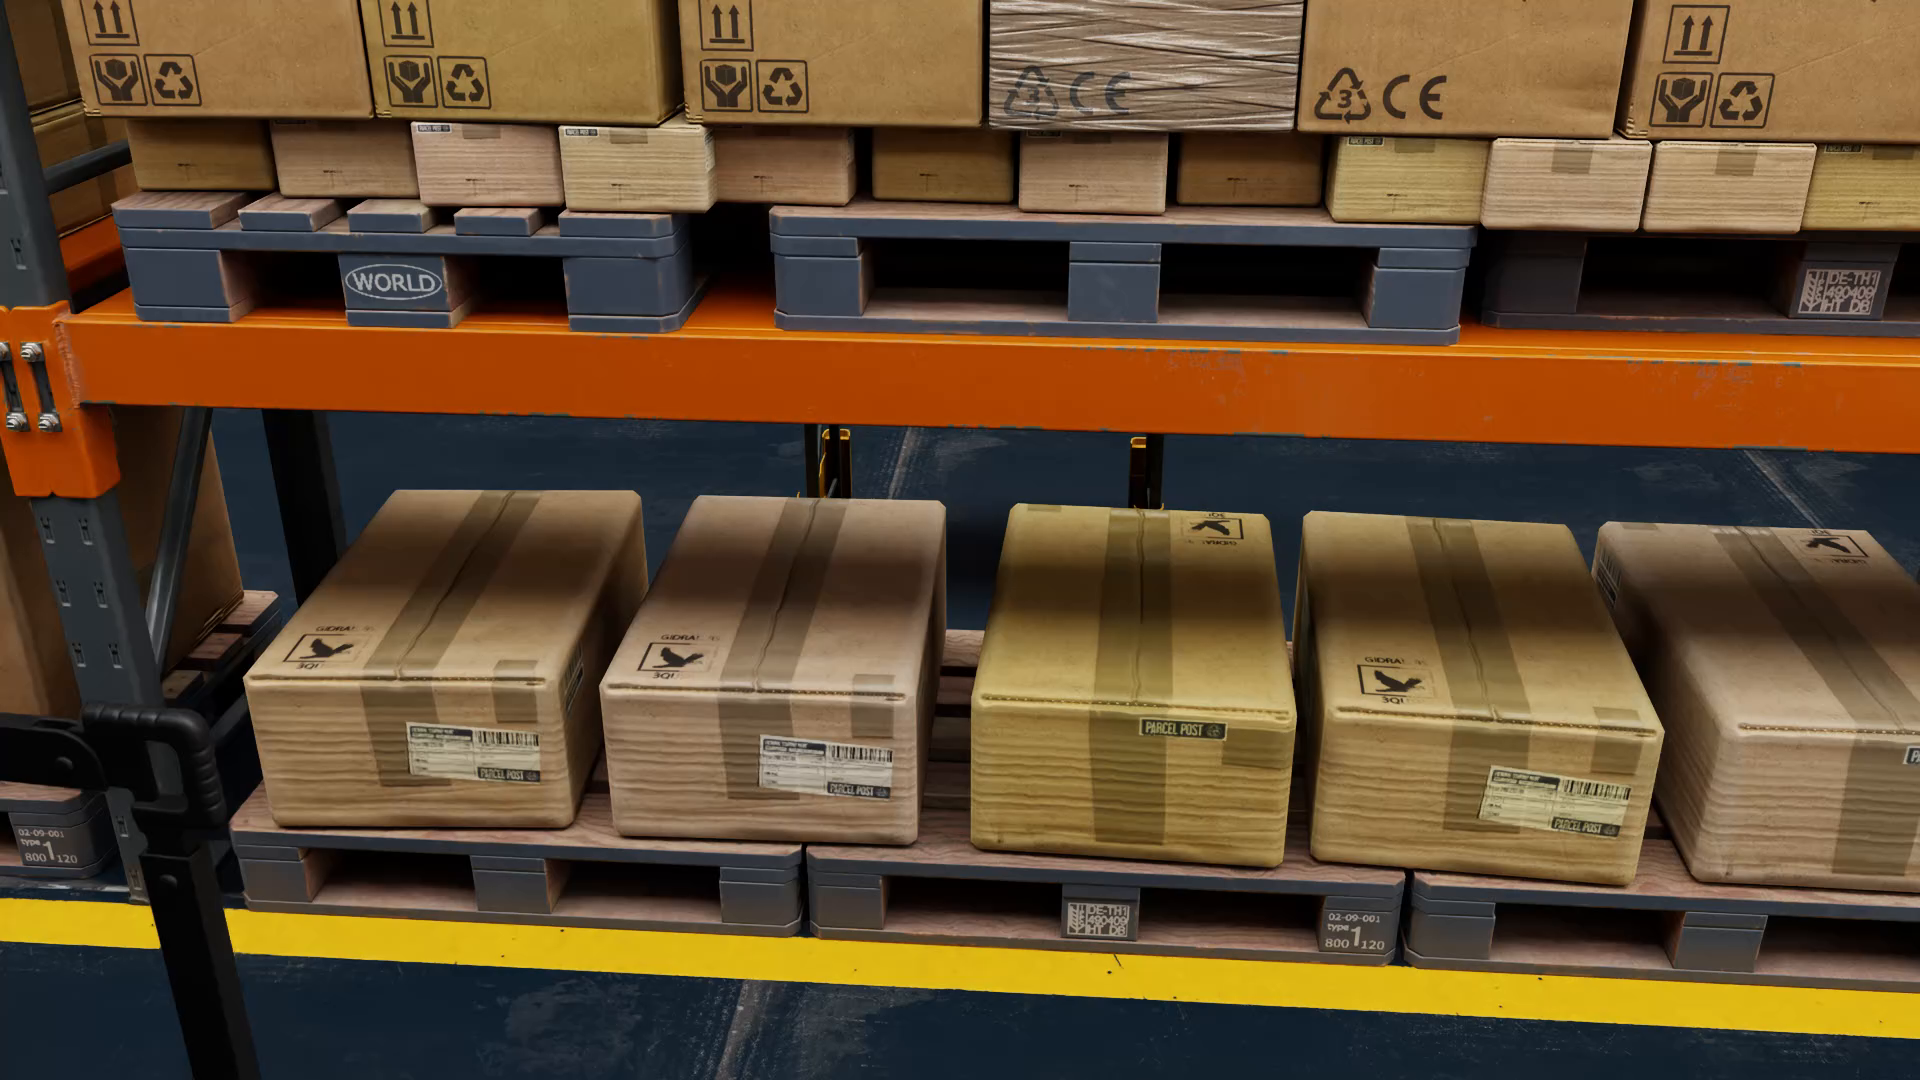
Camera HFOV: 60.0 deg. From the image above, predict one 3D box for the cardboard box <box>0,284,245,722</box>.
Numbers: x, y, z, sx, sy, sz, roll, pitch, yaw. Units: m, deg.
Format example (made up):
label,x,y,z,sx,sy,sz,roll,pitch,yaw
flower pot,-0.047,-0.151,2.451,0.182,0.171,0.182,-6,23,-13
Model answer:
label,x,y,z,sx,sy,sz,roll,pitch,yaw
cardboard box,-2.354,-0.071,3.855,0.875,0.875,0.875,2,25,4

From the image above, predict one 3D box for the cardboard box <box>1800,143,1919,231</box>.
label,x,y,z,sx,sy,sz,roll,pitch,yaw
cardboard box,1.521,-0.655,2.882,0.250,0.149,0.380,1,25,2

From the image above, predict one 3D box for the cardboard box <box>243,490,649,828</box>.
label,x,y,z,sx,sy,sz,roll,pitch,yaw
cardboard box,-1.109,0.237,3.789,0.625,0.372,0.950,0,25,0

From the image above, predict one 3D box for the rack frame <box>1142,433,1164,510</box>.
label,x,y,z,sx,sy,sz,roll,pitch,yaw
rack frame,0.592,-0.662,4.895,0.032,1.500,0.500,2,25,4

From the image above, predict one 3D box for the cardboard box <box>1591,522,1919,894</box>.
label,x,y,z,sx,sy,sz,roll,pitch,yaw
cardboard box,1.793,0.327,3.593,0.625,0.372,0.950,2,25,5

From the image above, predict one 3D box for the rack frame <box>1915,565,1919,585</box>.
label,x,y,z,sx,sy,sz,roll,pitch,yaw
rack frame,2.316,-0.661,3.097,0.127,3.000,1.000,2,25,4

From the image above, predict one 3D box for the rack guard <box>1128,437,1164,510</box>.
label,x,y,z,sx,sy,sz,roll,pitch,yaw
rack guard,0.573,-0.095,5.158,0.087,0.250,0.587,2,25,4

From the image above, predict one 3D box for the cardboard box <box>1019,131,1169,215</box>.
label,x,y,z,sx,sy,sz,roll,pitch,yaw
cardboard box,0.246,-0.706,2.993,0.250,0.149,0.380,3,25,6

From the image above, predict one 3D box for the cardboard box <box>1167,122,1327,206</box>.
label,x,y,z,sx,sy,sz,roll,pitch,yaw
cardboard box,0.511,-0.729,3.043,0.250,0.149,0.380,1,25,2

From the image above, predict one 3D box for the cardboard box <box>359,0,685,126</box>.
label,x,y,z,sx,sy,sz,roll,pitch,yaw
cardboard box,-0.721,-1.035,2.934,0.500,0.500,0.500,3,25,7

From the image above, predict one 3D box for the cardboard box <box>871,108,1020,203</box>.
label,x,y,z,sx,sy,sz,roll,pitch,yaw
cardboard box,-0.010,-0.741,3.070,0.250,0.149,0.380,3,25,6

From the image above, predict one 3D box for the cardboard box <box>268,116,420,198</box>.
label,x,y,z,sx,sy,sz,roll,pitch,yaw
cardboard box,-1.083,-0.754,3.099,0.250,0.149,0.380,0,25,1

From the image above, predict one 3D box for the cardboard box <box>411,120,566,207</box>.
label,x,y,z,sx,sy,sz,roll,pitch,yaw
cardboard box,-0.813,-0.726,3.038,0.250,0.149,0.380,0,25,1

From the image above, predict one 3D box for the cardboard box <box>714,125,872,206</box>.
label,x,y,z,sx,sy,sz,roll,pitch,yaw
cardboard box,-0.294,-0.734,3.054,0.250,0.149,0.380,3,25,7

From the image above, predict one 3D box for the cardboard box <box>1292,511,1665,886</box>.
label,x,y,z,sx,sy,sz,roll,pitch,yaw
cardboard box,1.076,0.305,3.640,0.625,0.372,0.950,3,25,7

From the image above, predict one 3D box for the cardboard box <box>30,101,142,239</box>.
label,x,y,z,sx,sy,sz,roll,pitch,yaw
cardboard box,-2.141,-0.841,3.669,0.500,0.250,0.500,1,25,3

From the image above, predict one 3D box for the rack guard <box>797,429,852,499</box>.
label,x,y,z,sx,sy,sz,roll,pitch,yaw
rack guard,-0.421,-0.127,5.227,0.087,0.250,0.587,2,25,4

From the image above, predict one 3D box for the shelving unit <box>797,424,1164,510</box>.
label,x,y,z,sx,sy,sz,roll,pitch,yaw
shelving unit,0.076,-0.679,4.931,1.083,1.500,0.587,2,25,4

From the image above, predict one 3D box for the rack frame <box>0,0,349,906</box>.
label,x,y,z,sx,sy,sz,roll,pitch,yaw
rack frame,-1.672,-0.789,3.376,0.127,3.000,1.000,2,25,4

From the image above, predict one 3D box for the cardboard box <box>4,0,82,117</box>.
label,x,y,z,sx,sy,sz,roll,pitch,yaw
cardboard box,-2.158,-1.067,3.561,0.500,0.250,0.500,2,25,4

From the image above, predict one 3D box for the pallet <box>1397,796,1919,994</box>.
label,x,y,z,sx,sy,sz,roll,pitch,yaw
pallet,1.540,0.582,3.733,1.213,0.211,1.003,2,25,4

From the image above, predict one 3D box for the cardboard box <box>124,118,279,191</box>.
label,x,y,z,sx,sy,sz,roll,pitch,yaw
cardboard box,-1.362,-0.777,3.149,0.250,0.149,0.380,0,25,1

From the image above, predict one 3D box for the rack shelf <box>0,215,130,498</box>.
label,x,y,z,sx,sy,sz,roll,pitch,yaw
rack shelf,-3.666,-0.526,3.665,4.000,0.370,1.077,2,25,4

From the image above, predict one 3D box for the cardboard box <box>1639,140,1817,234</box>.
label,x,y,z,sx,sy,sz,roll,pitch,yaw
cardboard box,1.261,-0.648,2.868,0.250,0.149,0.380,1,25,3

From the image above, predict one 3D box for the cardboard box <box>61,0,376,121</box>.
label,x,y,z,sx,sy,sz,roll,pitch,yaw
cardboard box,-1.241,-1.049,2.964,0.500,0.500,0.500,1,25,3

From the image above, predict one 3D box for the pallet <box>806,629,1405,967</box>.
label,x,y,z,sx,sy,sz,roll,pitch,yaw
pallet,0.320,0.544,3.816,1.213,0.211,1.003,2,25,4

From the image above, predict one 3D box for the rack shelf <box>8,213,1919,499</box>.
label,x,y,z,sx,sy,sz,roll,pitch,yaw
rack shelf,0.322,-0.398,3.387,4.000,0.370,1.077,2,25,4

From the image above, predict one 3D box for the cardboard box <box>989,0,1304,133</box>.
label,x,y,z,sx,sy,sz,roll,pitch,yaw
cardboard box,0.307,-1.002,2.861,0.500,0.500,0.500,1,25,2

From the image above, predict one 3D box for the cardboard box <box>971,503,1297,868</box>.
label,x,y,z,sx,sy,sz,roll,pitch,yaw
cardboard box,0.383,0.283,3.687,0.625,0.372,0.950,3,25,6

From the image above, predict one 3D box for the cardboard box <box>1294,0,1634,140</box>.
label,x,y,z,sx,sy,sz,roll,pitch,yaw
cardboard box,0.830,-0.986,2.825,0.500,0.500,0.500,3,25,6

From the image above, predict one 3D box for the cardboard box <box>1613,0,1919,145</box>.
label,x,y,z,sx,sy,sz,roll,pitch,yaw
cardboard box,1.344,-0.966,2.784,0.500,0.500,0.500,2,25,4

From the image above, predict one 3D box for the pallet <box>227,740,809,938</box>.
label,x,y,z,sx,sy,sz,roll,pitch,yaw
pallet,-0.893,0.504,3.903,1.213,0.211,1.003,2,25,4

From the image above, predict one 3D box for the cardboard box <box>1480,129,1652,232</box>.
label,x,y,z,sx,sy,sz,roll,pitch,yaw
cardboard box,1.007,-0.654,2.882,0.250,0.149,0.380,2,25,4

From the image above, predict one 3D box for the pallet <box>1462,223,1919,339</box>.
label,x,y,z,sx,sy,sz,roll,pitch,yaw
pallet,1.566,-0.659,3.322,1.213,0.211,1.003,2,25,4

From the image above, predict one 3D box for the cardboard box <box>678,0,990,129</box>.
label,x,y,z,sx,sy,sz,roll,pitch,yaw
cardboard box,-0.191,-1.021,2.903,0.500,0.500,0.500,2,25,5

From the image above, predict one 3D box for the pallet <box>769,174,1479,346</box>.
label,x,y,z,sx,sy,sz,roll,pitch,yaw
pallet,0.305,-0.655,3.315,1.213,0.211,1.003,2,25,4

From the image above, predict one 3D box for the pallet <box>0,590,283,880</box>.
label,x,y,z,sx,sy,sz,roll,pitch,yaw
pallet,-2.452,0.421,4.082,1.213,0.211,1.003,2,25,4

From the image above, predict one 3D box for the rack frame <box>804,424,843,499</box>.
label,x,y,z,sx,sy,sz,roll,pitch,yaw
rack frame,-0.422,-0.695,4.966,0.032,1.500,0.500,2,25,4

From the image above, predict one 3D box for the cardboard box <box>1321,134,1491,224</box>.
label,x,y,z,sx,sy,sz,roll,pitch,yaw
cardboard box,0.766,-0.677,2.932,0.250,0.149,0.380,2,25,4

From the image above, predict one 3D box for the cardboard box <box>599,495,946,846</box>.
label,x,y,z,sx,sy,sz,roll,pitch,yaw
cardboard box,-0.373,0.257,3.745,0.625,0.372,0.950,1,25,3

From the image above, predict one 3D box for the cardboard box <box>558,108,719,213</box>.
label,x,y,z,sx,sy,sz,roll,pitch,yaw
cardboard box,-0.541,-0.709,3.001,0.250,0.149,0.380,2,25,4

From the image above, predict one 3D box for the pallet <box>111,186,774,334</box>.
label,x,y,z,sx,sy,sz,roll,pitch,yaw
pallet,-0.953,-0.723,3.463,1.003,0.211,1.213,2,25,4
